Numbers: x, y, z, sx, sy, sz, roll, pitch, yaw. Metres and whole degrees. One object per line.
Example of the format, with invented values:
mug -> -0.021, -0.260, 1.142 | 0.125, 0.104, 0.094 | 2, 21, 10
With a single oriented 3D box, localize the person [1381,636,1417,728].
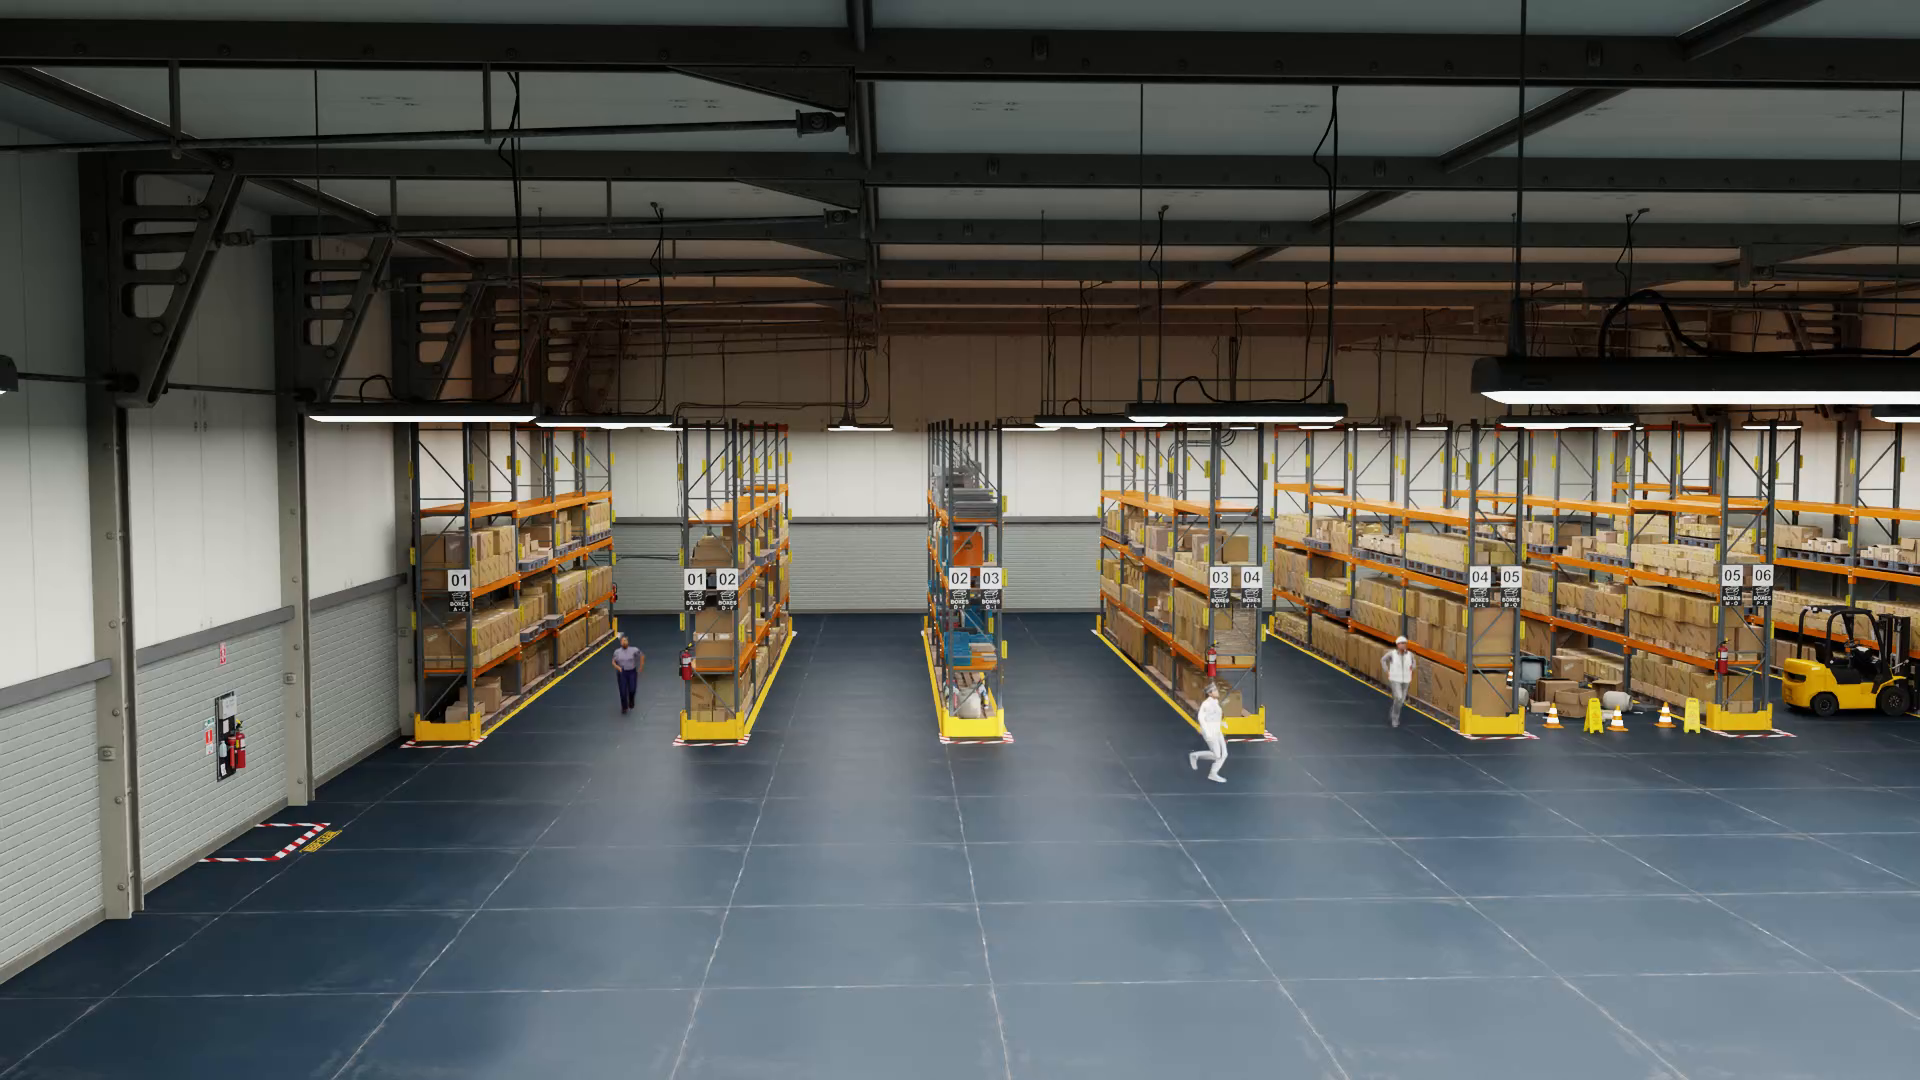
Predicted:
person -> 8.601, 2.768, 32.525 | 0.642, 1.792, 0.778 | -1, 4, -9

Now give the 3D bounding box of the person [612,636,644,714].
person -> -6.768, 2.763, 33.863 | 0.632, 1.595, 0.682 | 0, 4, -6

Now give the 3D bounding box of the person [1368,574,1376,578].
person -> 12.190, 1.777, 49.122 | 0.775, 1.554, 0.555 | 0, 4, 3

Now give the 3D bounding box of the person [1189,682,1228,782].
person -> 4.112, 3.150, 27.416 | 0.588, 1.637, 0.622 | 2, 4, 29
